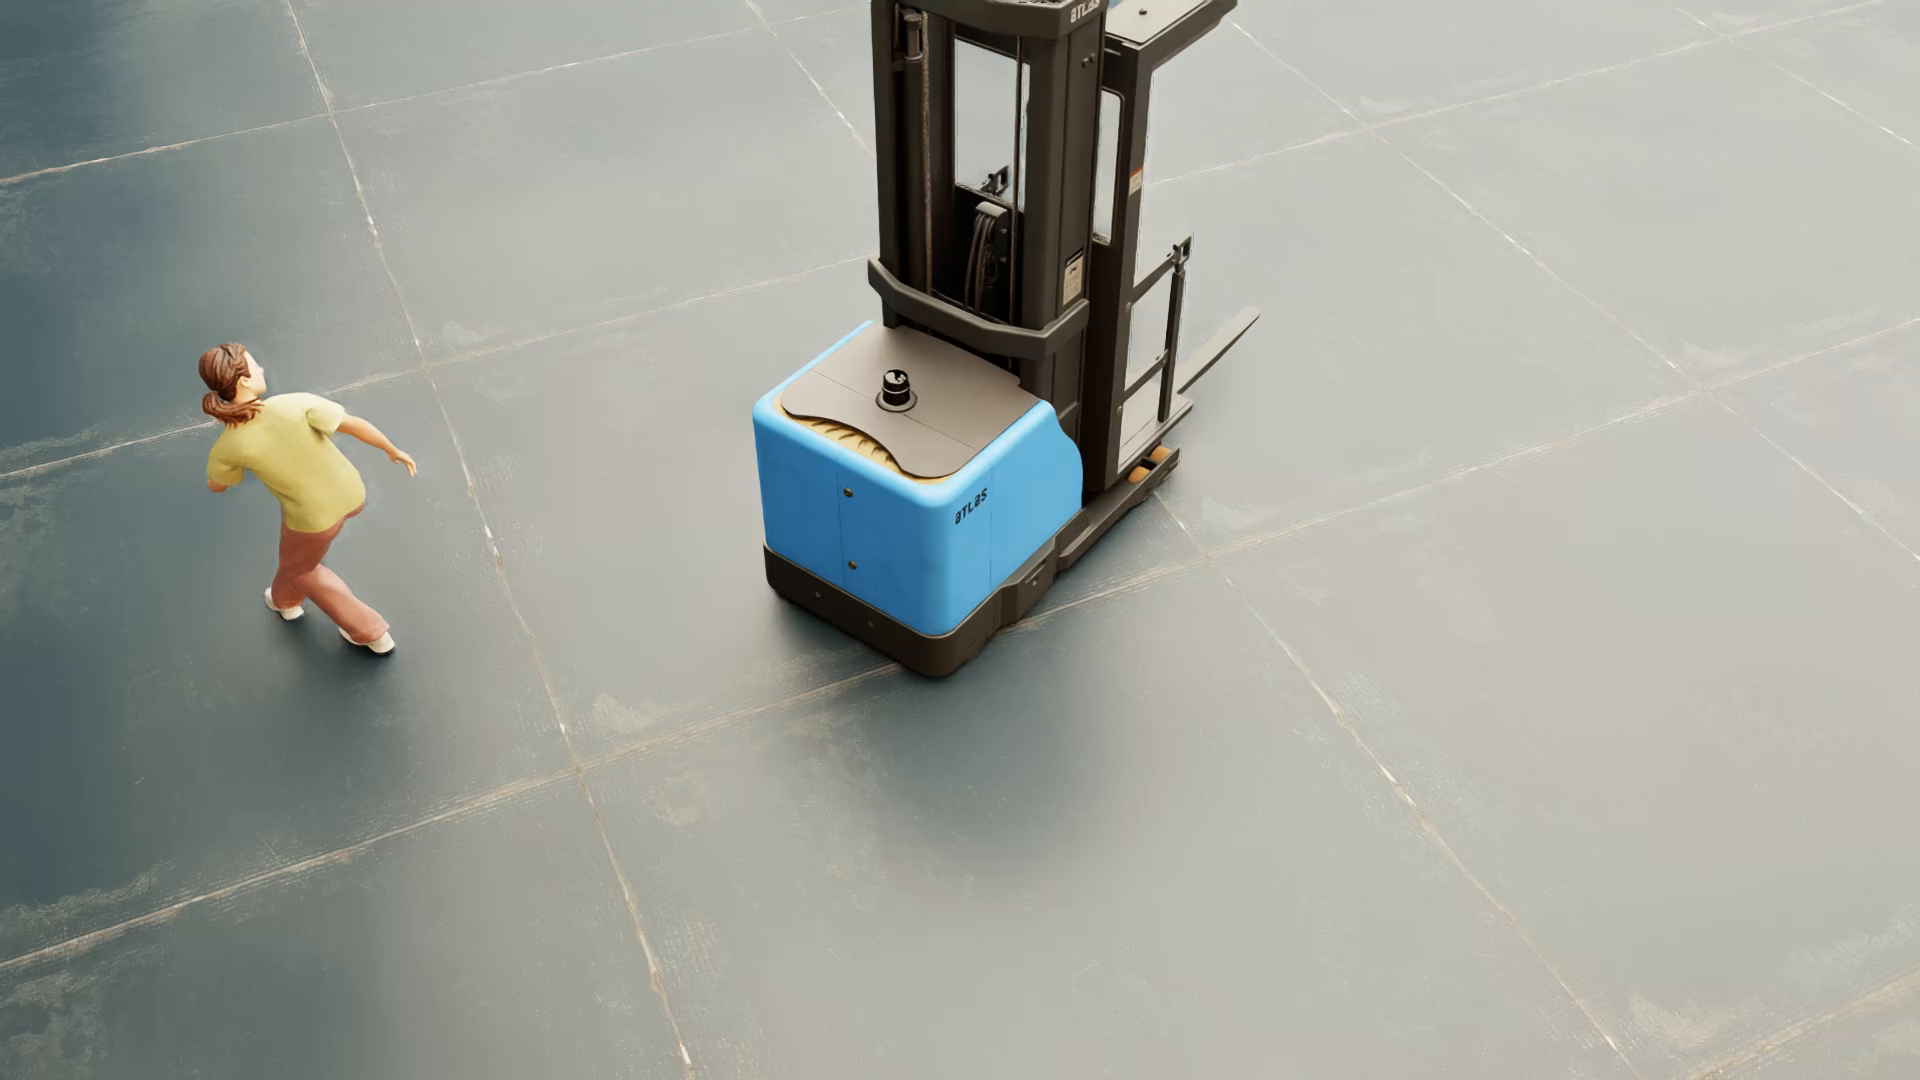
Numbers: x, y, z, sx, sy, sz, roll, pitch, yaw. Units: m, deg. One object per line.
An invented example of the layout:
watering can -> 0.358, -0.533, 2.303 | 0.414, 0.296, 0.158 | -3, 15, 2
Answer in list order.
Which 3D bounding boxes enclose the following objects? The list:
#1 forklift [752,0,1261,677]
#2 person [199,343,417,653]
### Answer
forklift -> 0.415, -1.444, 7.227 | 1.130, 2.935, 3.031 | 27, 50, 26
person -> -2.747, -0.239, 6.976 | 0.749, 1.519, 0.695 | 30, 51, 28
